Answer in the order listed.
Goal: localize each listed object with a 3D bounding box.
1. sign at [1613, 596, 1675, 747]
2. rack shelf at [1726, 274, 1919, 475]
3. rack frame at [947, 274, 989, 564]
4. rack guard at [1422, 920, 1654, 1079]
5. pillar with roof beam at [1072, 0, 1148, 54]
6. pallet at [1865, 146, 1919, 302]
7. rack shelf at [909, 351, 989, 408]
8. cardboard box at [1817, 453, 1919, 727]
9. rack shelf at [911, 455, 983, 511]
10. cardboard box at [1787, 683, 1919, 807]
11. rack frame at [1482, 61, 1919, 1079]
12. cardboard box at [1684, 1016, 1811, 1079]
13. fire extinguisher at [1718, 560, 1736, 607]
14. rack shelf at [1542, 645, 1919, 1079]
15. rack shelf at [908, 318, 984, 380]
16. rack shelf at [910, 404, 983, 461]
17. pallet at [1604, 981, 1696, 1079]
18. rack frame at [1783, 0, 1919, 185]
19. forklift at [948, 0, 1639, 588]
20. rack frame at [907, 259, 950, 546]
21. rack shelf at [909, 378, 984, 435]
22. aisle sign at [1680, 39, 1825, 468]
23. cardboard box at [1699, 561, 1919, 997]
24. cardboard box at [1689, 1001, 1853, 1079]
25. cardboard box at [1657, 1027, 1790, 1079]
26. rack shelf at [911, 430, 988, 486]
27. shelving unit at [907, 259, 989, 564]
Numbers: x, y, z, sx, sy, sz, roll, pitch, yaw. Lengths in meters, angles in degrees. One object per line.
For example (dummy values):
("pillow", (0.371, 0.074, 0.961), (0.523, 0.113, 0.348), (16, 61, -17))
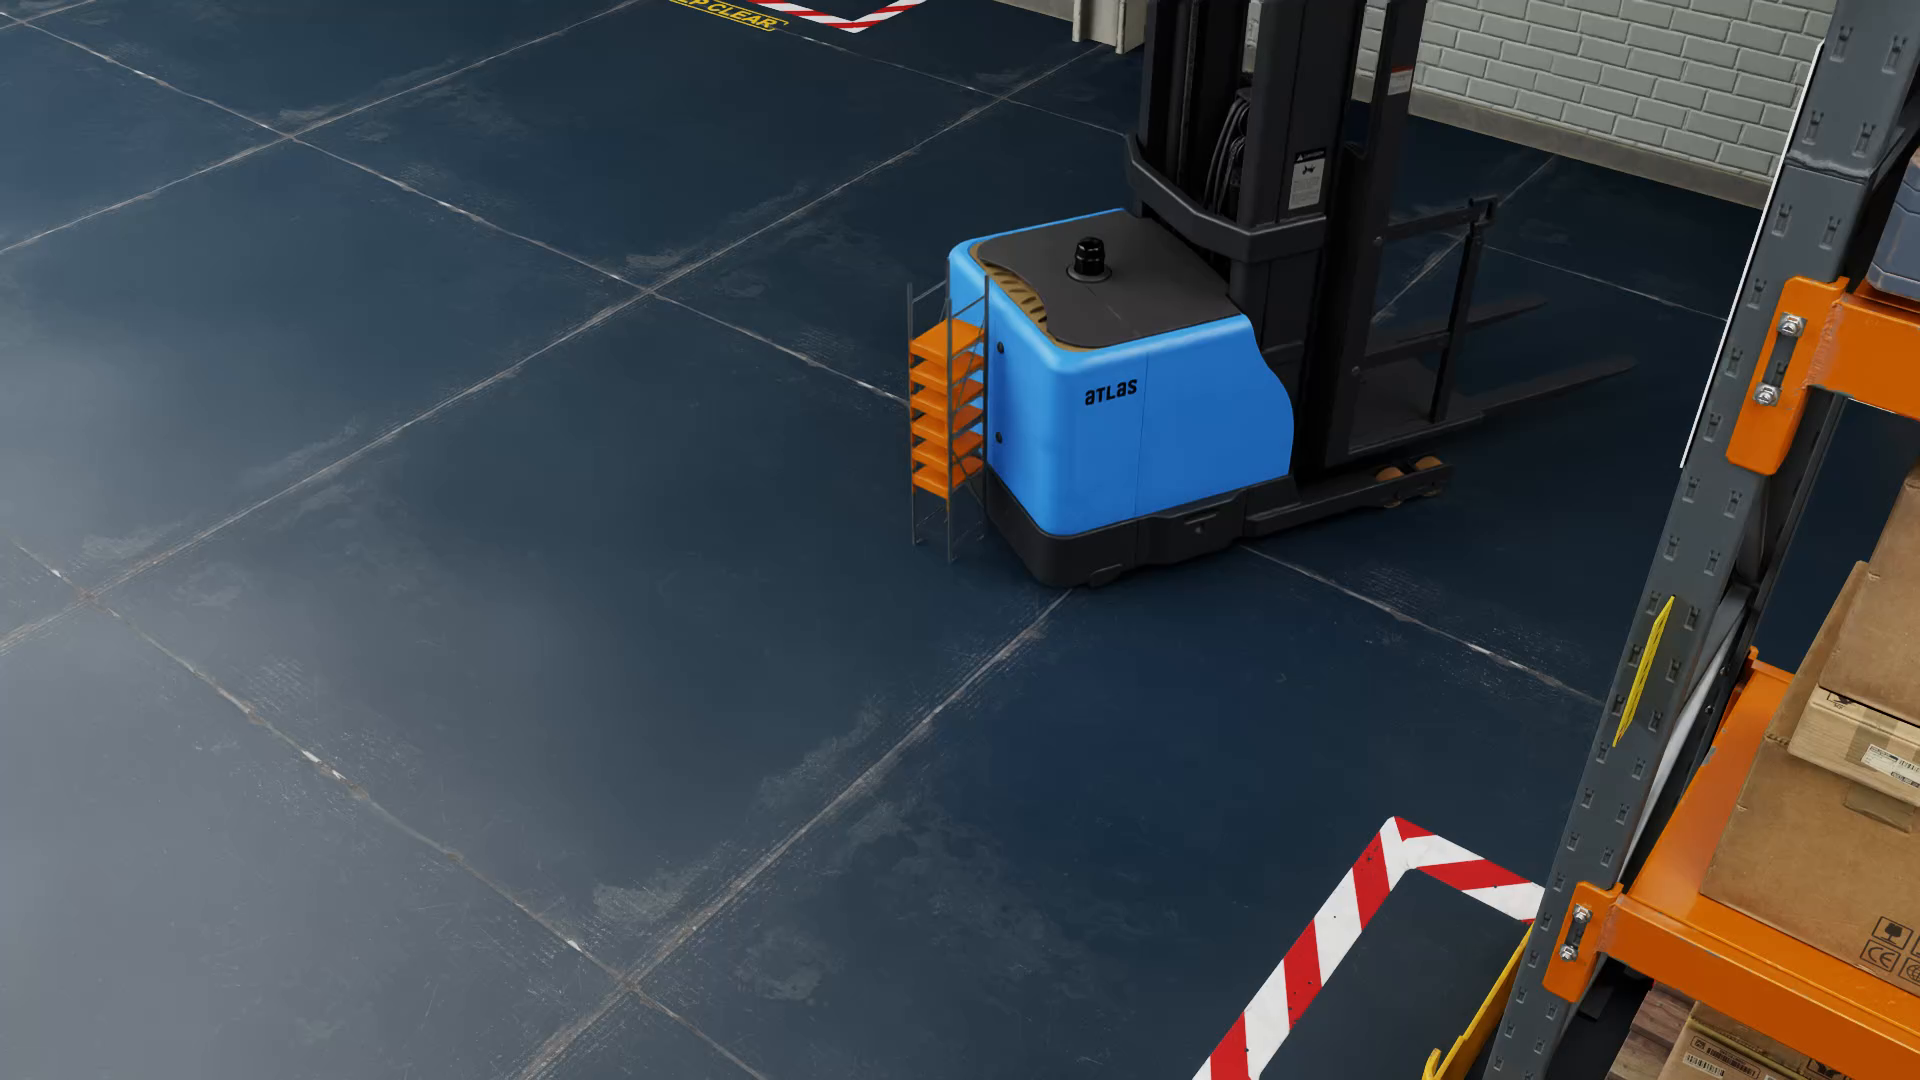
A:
("sign", (1.323, 0.258, 3.221), (0.005, 0.325, 0.100), (25, 45, 29))
("rack shelf", (3.253, 0.212, 2.197), (4.000, 0.370, 1.077), (25, 45, 29))
("rack frame", (0.030, -0.436, 6.333), (0.006, 1.200, 0.240), (26, 45, 29))
("rack guard", (1.645, 1.336, 4.638), (0.348, 0.500, 1.175), (25, 45, 29))
("pillar with roof beam", (-1.629, -4.729, 5.491), (0.400, 9.000, 9.100), (25, 45, 29))
("pallet", (2.210, -0.508, 2.604), (1.213, 0.211, 1.003), (25, 45, 29))
("rack shelf", (-0.042, -0.625, 6.257), (0.180, 0.103, 0.258), (26, 45, 29))
("cardboard box", (2.070, 0.011, 3.169), (0.500, 0.500, 0.700), (25, 45, 29))
("rack shelf", (-0.041, -0.247, 6.553), (0.180, 0.103, 0.258), (26, 45, 29))
("cardboard box", (1.845, 0.318, 3.303), (0.250, 0.149, 0.380), (25, 44, 28))
("rack frame", (1.665, 0.361, 3.856), (0.127, 3.000, 1.000), (25, 45, 29))
("cardboard box", (2.270, 1.334, 4.503), (0.500, 0.250, 0.500), (25, 45, 29))
("fire extinguisher", (1.853, 0.119, 4.227), (0.183, 0.674, 0.296), (25, 45, 29))
("rack shelf", (3.253, 1.393, 3.121), (4.000, 0.370, 1.077), (25, 45, 29))
("rack shelf", (-0.042, -0.719, 6.183), (0.180, 0.103, 0.258), (26, 45, 29))
("rack shelf", (-0.041, -0.436, 6.405), (0.180, 0.103, 0.258), (26, 45, 29))
("pallet", (2.297, 1.724, 4.376), (1.213, 0.211, 1.003), (25, 45, 29))
("rack frame", (1.665, -2.002, 2.007), (0.127, 3.000, 1.000), (25, 45, 29))
("forklift", (1.503, -1.570, 6.377), (3.031, 2.935, 1.130), (-15, 41, -19))
("rack frame", (-0.113, -0.505, 6.422), (0.006, 1.200, 0.240), (26, 45, 29))
("rack shelf", (-0.041, -0.530, 6.331), (0.180, 0.103, 0.258), (26, 45, 29))
("aisle sign", (1.426, -0.538, 2.895), (0.004, 0.787, 0.394), (25, 45, 29))
("cardboard box", (2.028, 0.502, 3.594), (0.500, 0.500, 0.700), (25, 45, 29))
("cardboard box", (2.271, 1.038, 4.273), (0.500, 0.500, 0.500), (25, 45, 29))
("cardboard box", (1.955, 1.588, 4.179), (0.500, 0.250, 0.500), (25, 45, 29))
("rack shelf", (-0.041, -0.341, 6.479), (0.180, 0.103, 0.258), (26, 45, 29))
("shelving unit", (-0.041, -0.471, 6.378), (0.189, 1.200, 0.258), (26, 45, 29))
